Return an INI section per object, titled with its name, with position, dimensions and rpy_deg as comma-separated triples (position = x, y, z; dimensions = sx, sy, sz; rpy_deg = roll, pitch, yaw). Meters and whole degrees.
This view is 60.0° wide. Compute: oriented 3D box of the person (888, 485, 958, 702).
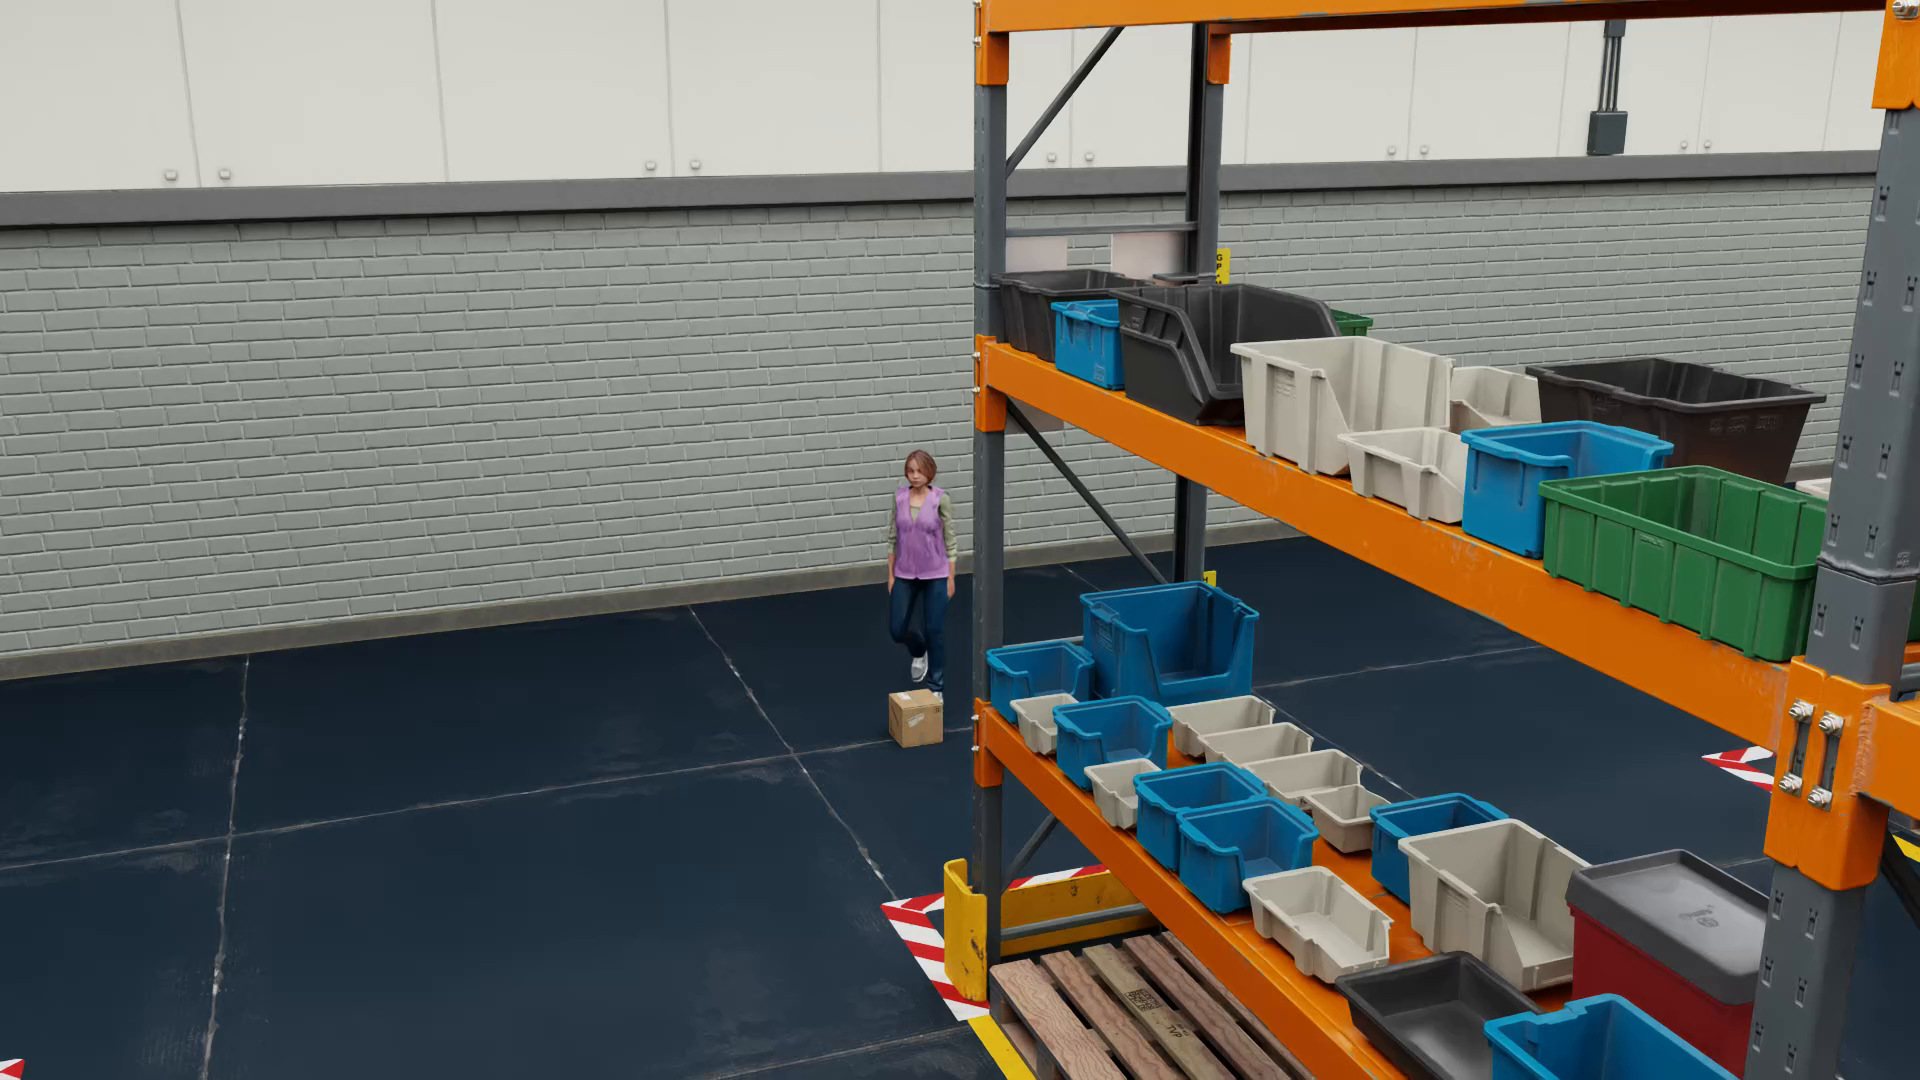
[person]
position = -4.309, 0.336, 6.919
dimensions = 6.763, 3.183, 8.693
rpy_deg = 4, 16, 14
